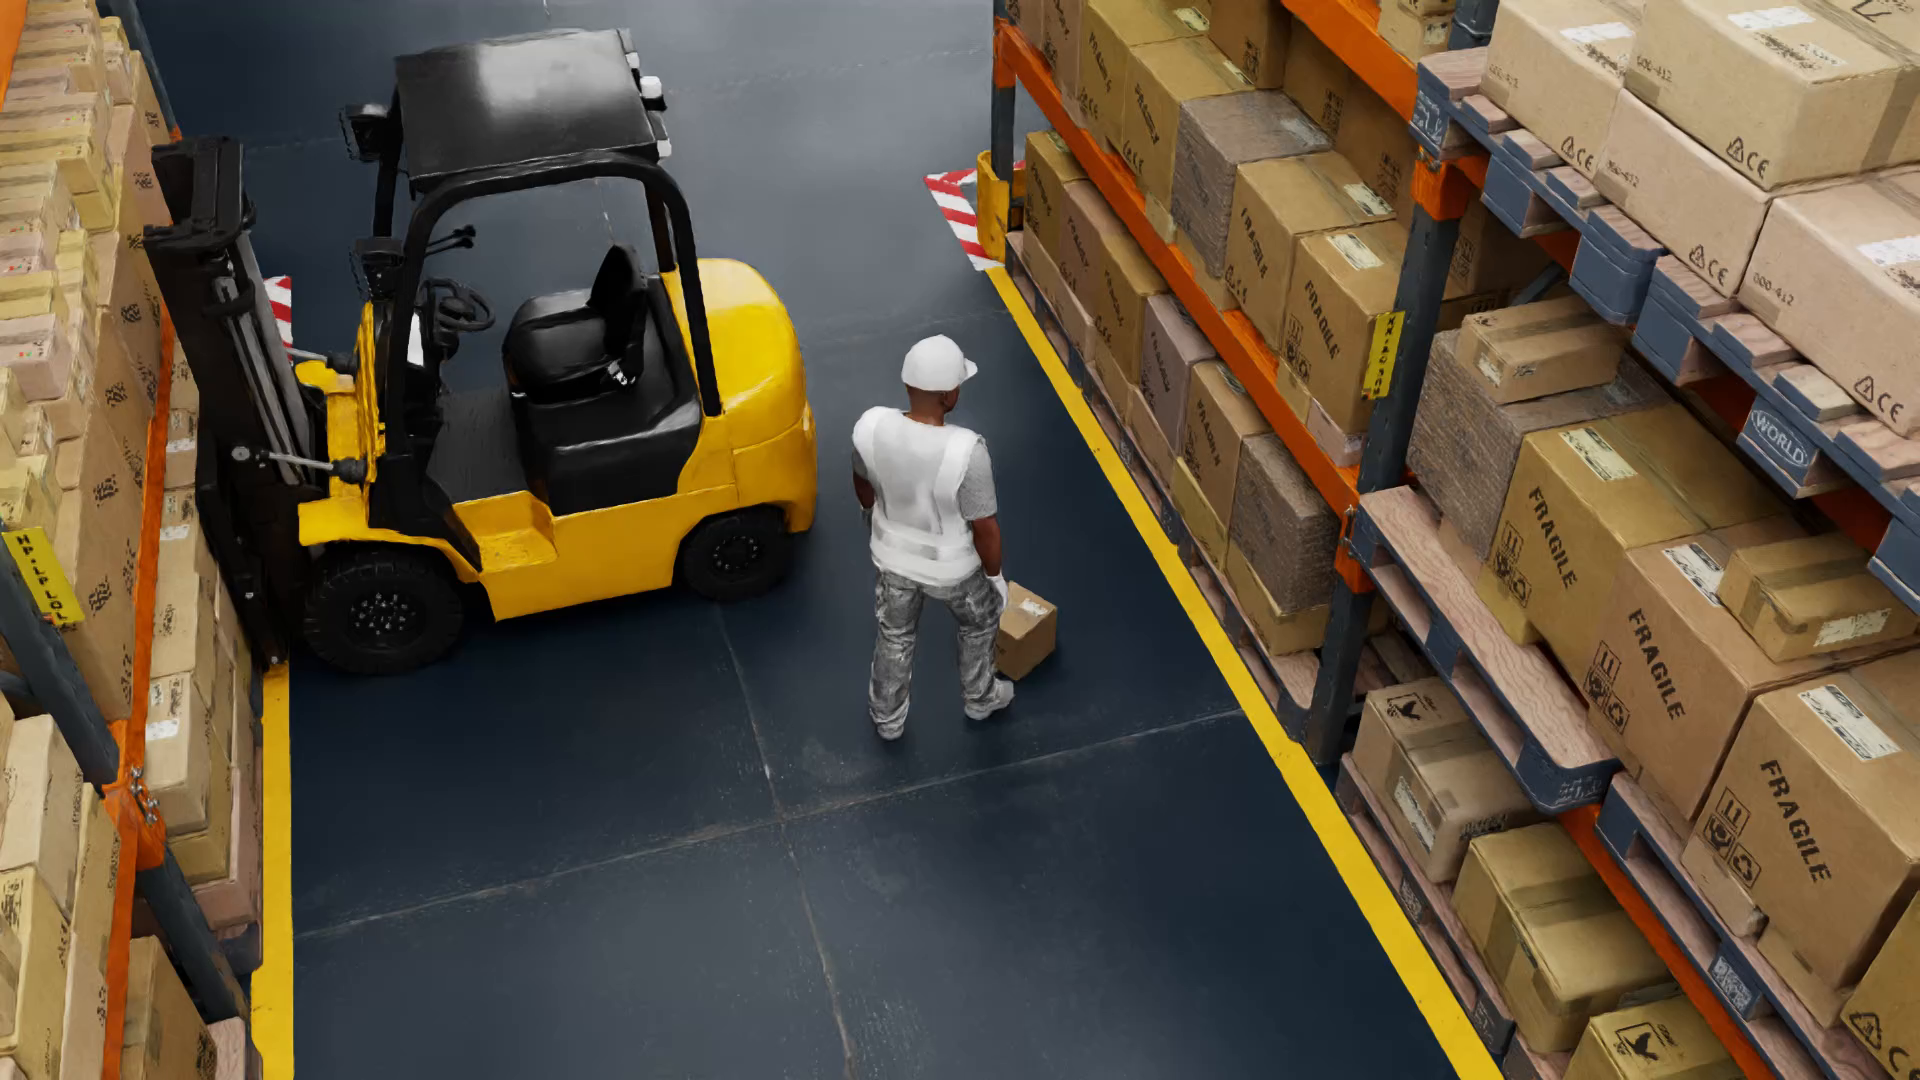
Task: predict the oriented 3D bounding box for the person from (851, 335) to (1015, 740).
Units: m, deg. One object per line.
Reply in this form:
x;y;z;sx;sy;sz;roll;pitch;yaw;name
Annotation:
-0.094;0.027;6.136;0.681;1.829;0.523;16;44;17;person
